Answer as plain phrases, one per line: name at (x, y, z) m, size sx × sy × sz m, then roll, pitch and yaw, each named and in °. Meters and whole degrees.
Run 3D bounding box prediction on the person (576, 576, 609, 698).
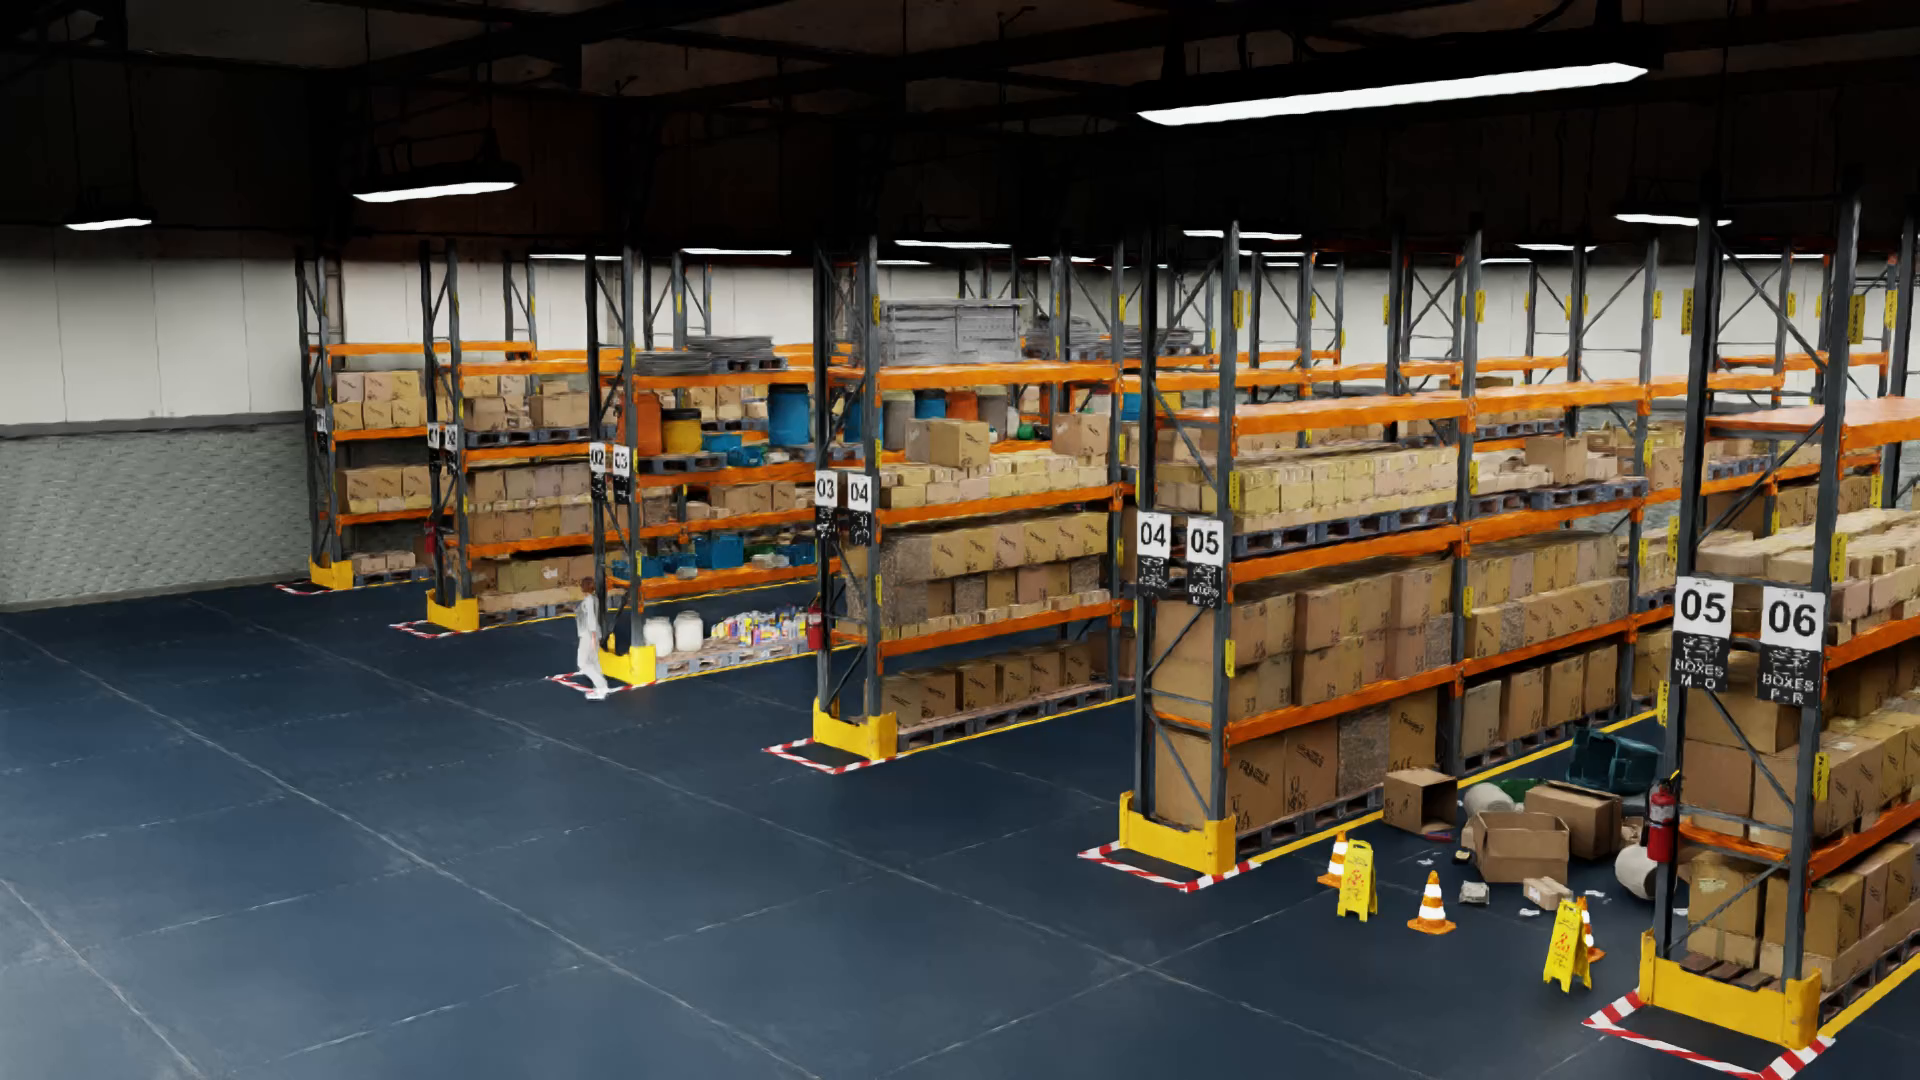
person at (-4.714, 1.261, 21.350) m, size 0.424 × 1.585 × 0.543 m, roll 0°, pitch 8°, yaw 2°
